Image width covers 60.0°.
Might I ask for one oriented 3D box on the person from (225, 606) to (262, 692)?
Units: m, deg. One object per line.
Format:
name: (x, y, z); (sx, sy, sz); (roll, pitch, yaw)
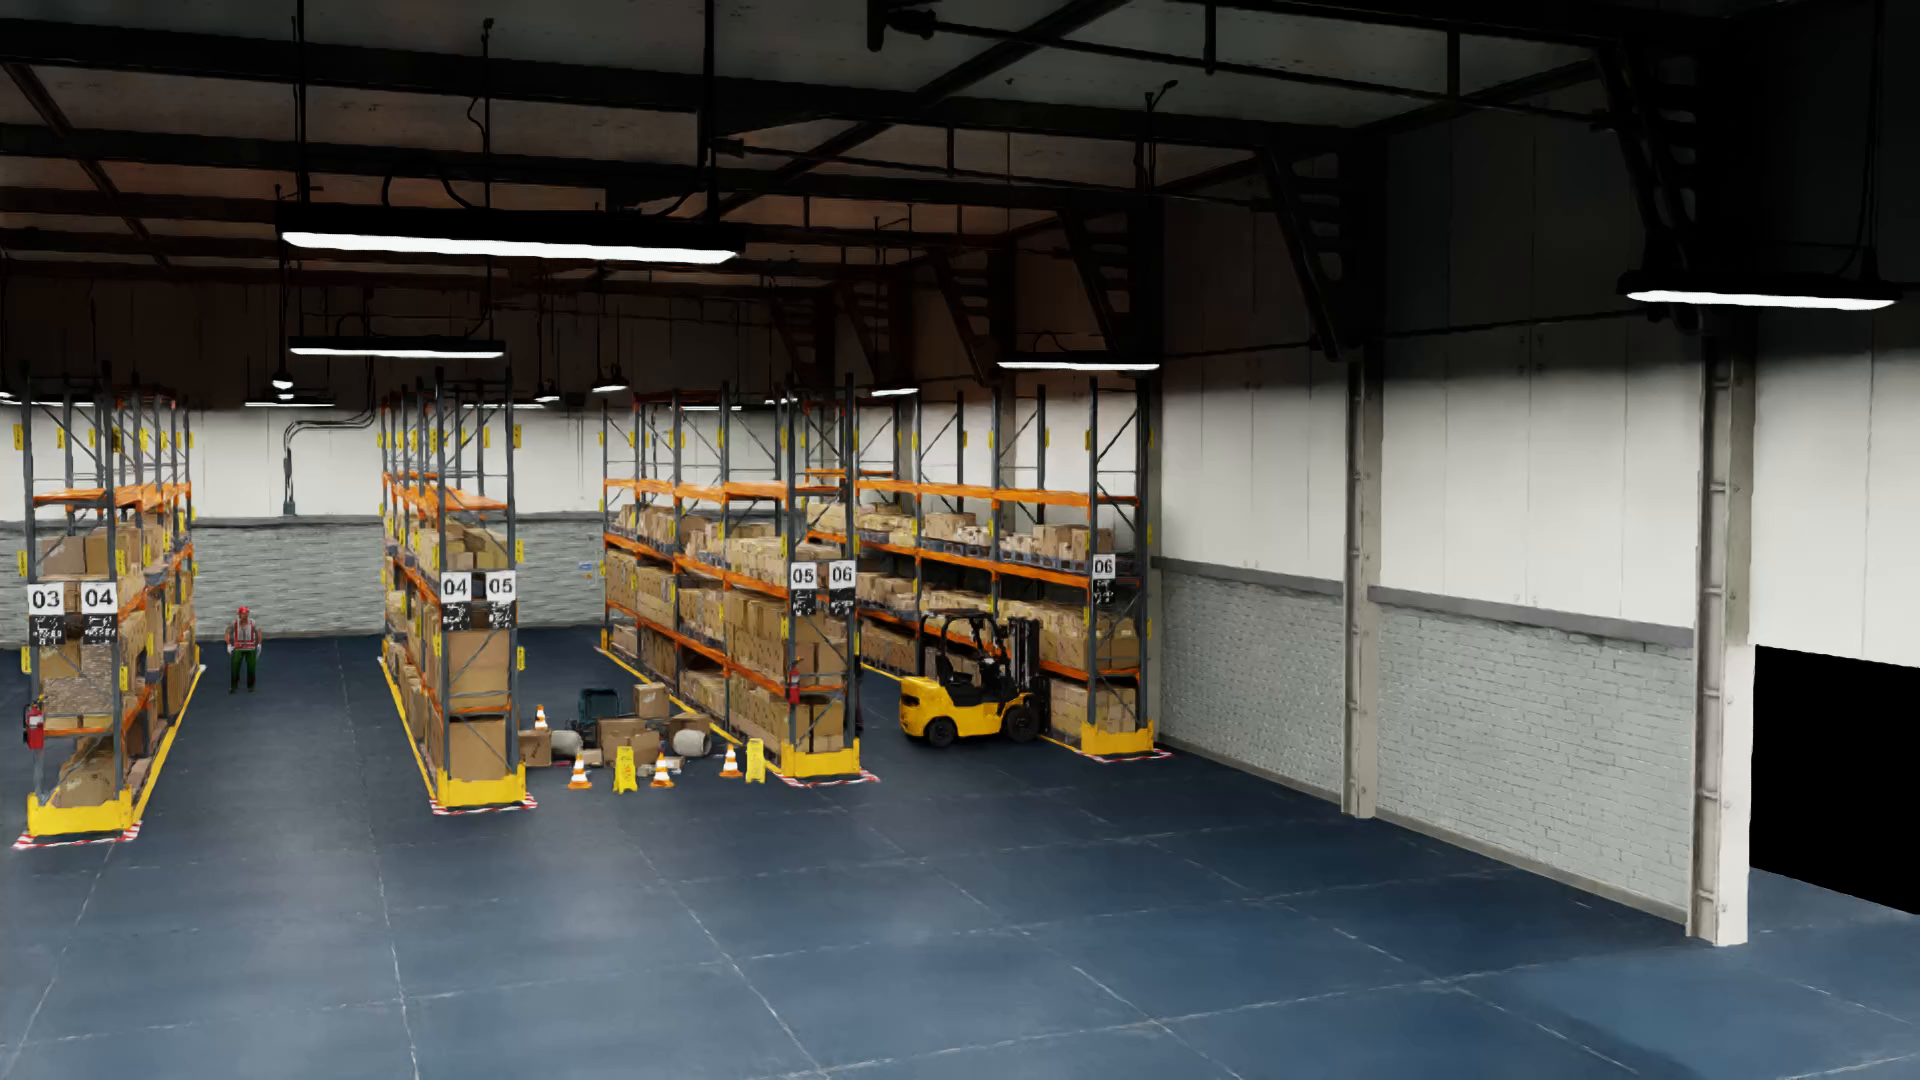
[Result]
person: (-14.182, 2.159, 32.937); (0.677, 1.742, 0.552); (-2, 4, -24)

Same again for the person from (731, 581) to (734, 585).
person: (-6.189, 1.440, 44.395); (0.690, 1.763, 0.472); (3, 4, 39)

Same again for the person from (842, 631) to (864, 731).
person: (-1.912, 2.402, 28.676); (0.576, 1.718, 0.626); (1, 4, 11)

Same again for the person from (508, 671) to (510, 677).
person: (-9.638, 2.044, 35.062); (0.537, 1.676, 0.416); (3, 4, 37)
